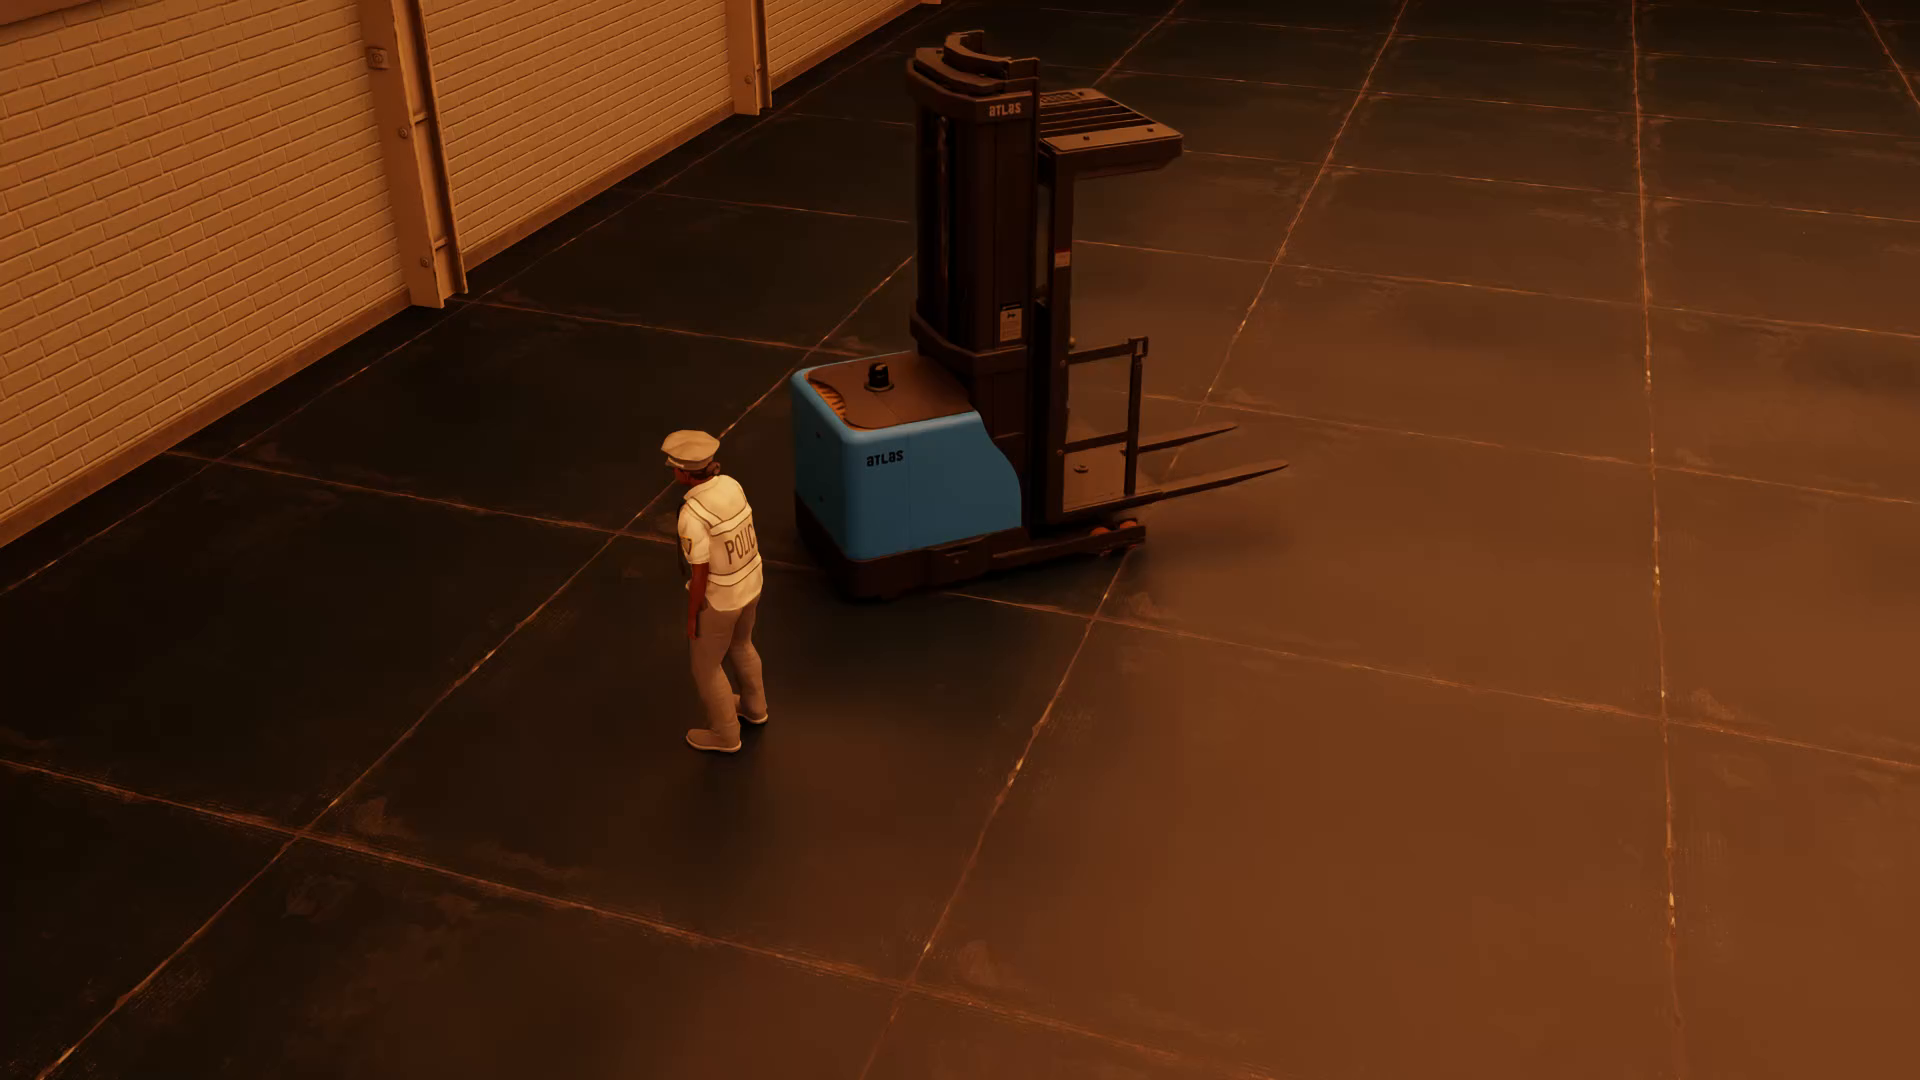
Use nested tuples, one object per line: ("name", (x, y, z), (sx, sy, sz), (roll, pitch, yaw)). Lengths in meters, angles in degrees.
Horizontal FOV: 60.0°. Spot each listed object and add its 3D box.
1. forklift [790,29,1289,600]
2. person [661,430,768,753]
("forklift", (0.561, -1.406, 9.603), (3.031, 2.935, 1.130), (-12, 32, -21))
("person", (-1.154, 0.257, 7.976), (0.397, 1.655, 0.519), (14, 33, 23))
